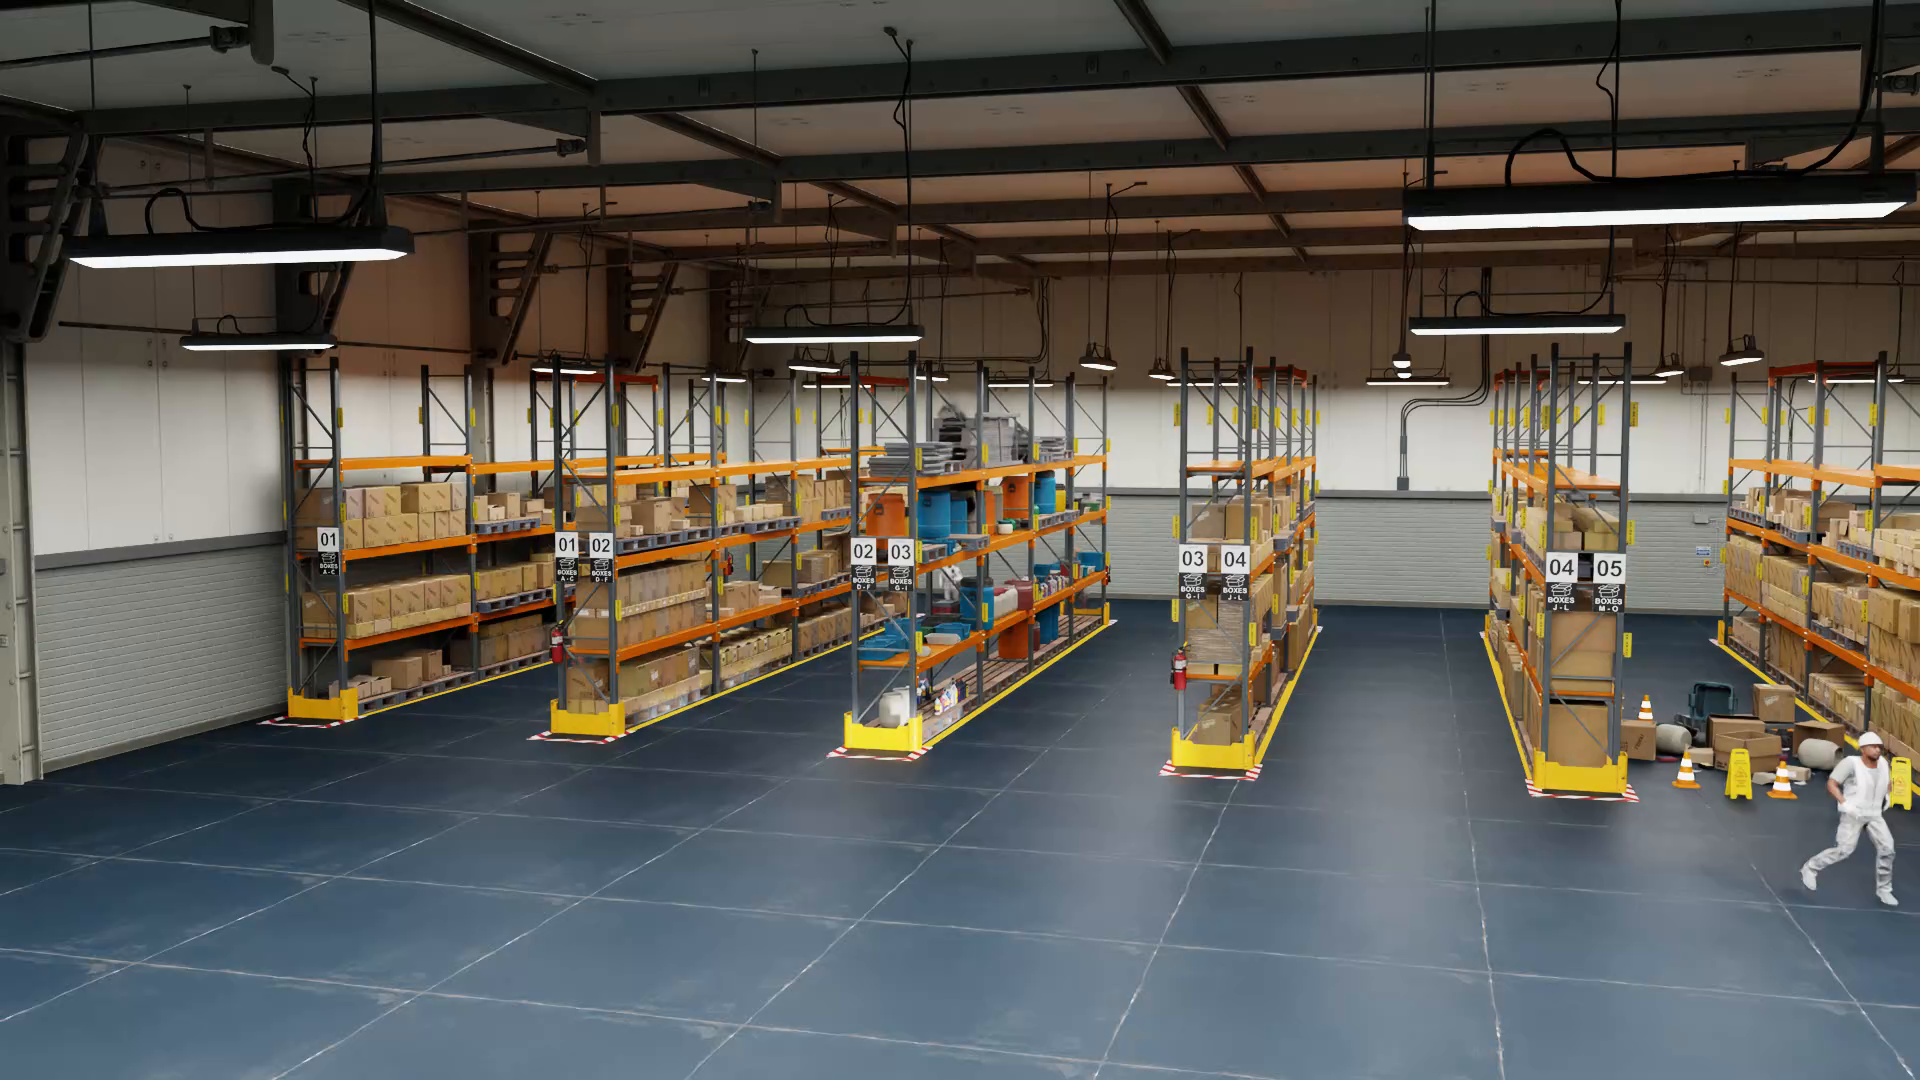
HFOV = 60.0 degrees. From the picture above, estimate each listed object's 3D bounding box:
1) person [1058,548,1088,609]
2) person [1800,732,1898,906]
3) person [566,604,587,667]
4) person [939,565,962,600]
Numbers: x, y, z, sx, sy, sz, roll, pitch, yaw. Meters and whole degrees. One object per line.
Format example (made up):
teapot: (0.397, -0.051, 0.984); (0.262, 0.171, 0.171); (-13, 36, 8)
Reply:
person: (2.945, 1.056, 42.219); (0.912, 1.728, 0.670); (2, 5, 24)
person: (9.348, 2.875, 17.317); (0.904, 1.776, 0.745); (-1, 4, -16)
person: (-6.991, 1.954, 30.596); (0.574, 1.612, 0.540); (1, 4, 14)
person: (-0.233, 1.227, 40.112); (0.619, 1.759, 0.726); (1, 4, 9)
